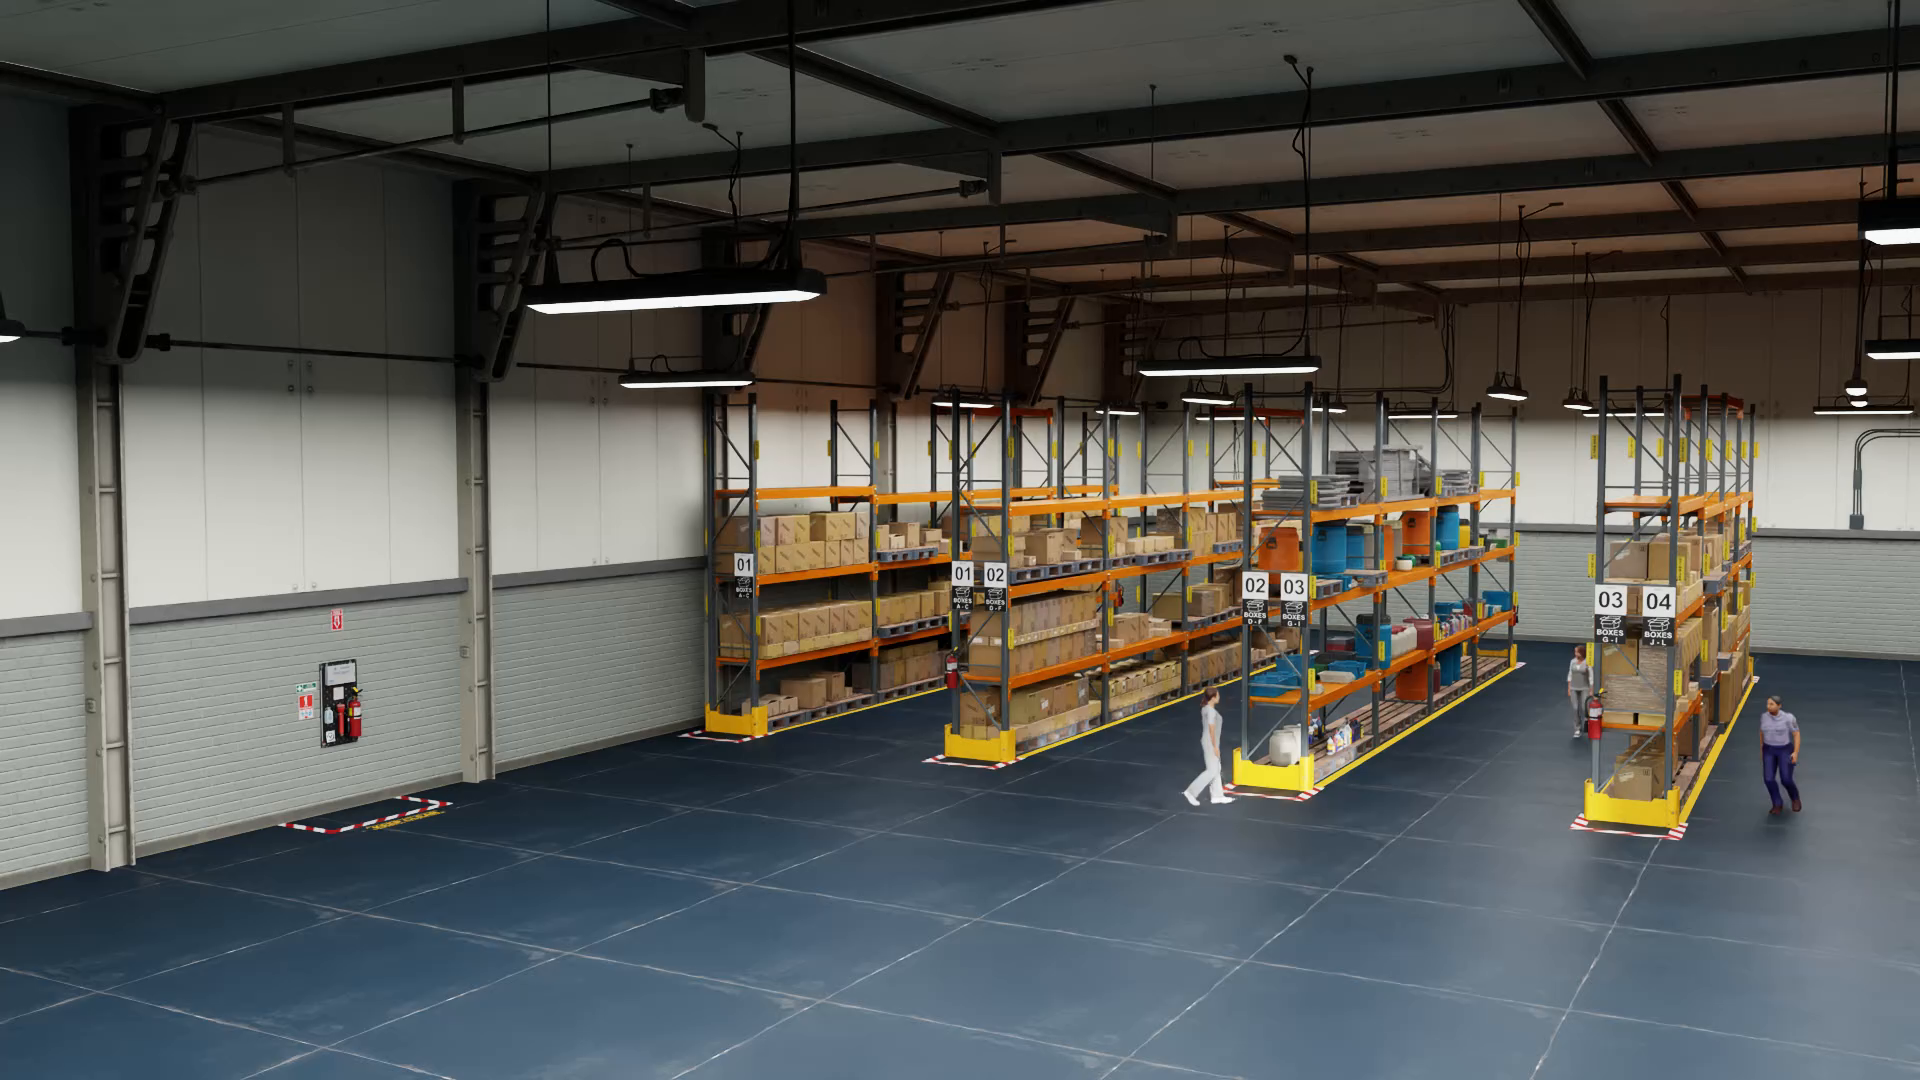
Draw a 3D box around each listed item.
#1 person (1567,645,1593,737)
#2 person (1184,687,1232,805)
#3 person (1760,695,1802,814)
[{"bbox_3d":[10.796,2.639,28.944,0.467,1.586,0.408,3,4,40],"label":"person"},{"bbox_3d":[3.510,2.903,23.456,0.713,1.662,0.511,0,3,-1],"label":"person"},{"bbox_3d":[11.353,2.952,23.021,0.499,1.631,0.553,-3,4,-42],"label":"person"}]
